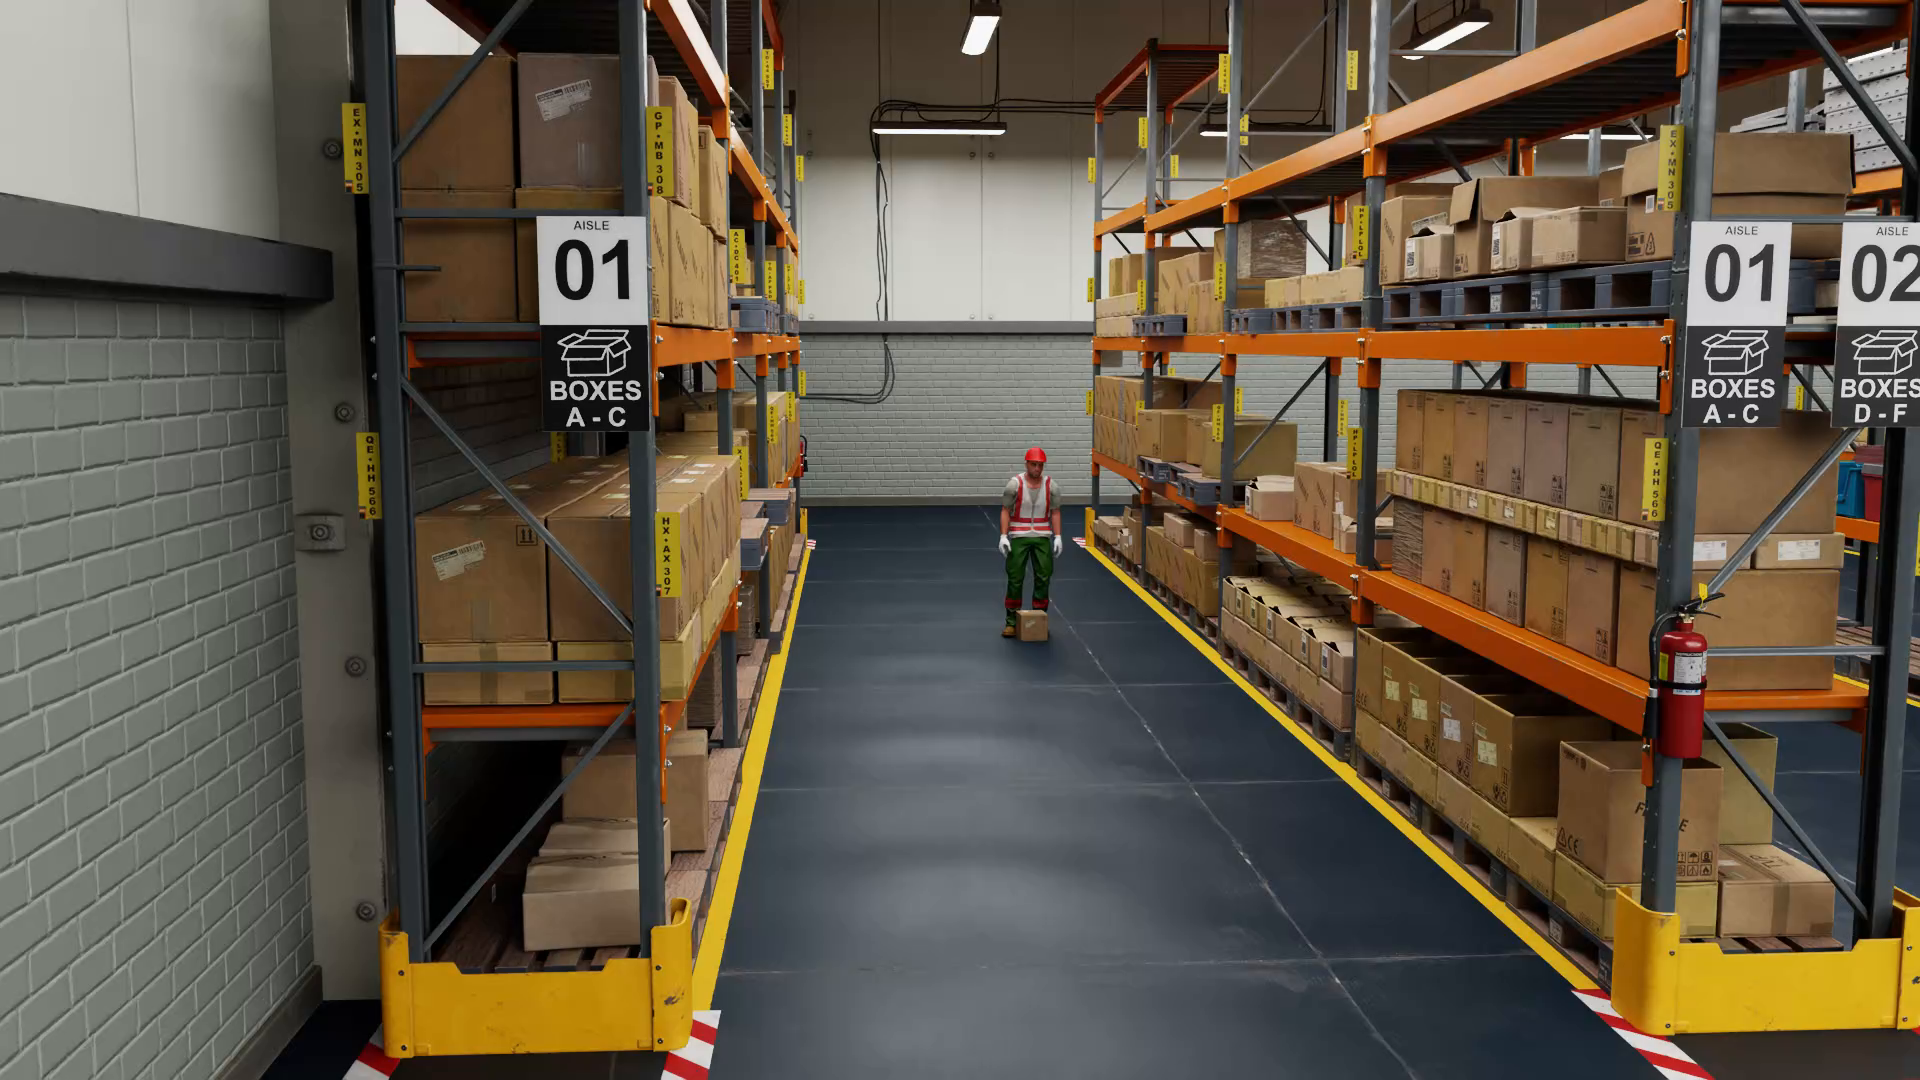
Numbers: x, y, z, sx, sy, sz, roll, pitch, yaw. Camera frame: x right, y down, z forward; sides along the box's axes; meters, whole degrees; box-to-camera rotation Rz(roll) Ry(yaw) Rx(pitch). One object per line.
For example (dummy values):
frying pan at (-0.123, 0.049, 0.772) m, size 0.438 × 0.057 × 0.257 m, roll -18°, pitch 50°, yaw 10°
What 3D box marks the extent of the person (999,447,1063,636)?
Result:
person at (0.666, 0.011, 15.584) m, size 0.613 × 1.778 × 0.452 m, roll -1°, pitch 7°, yaw -7°
